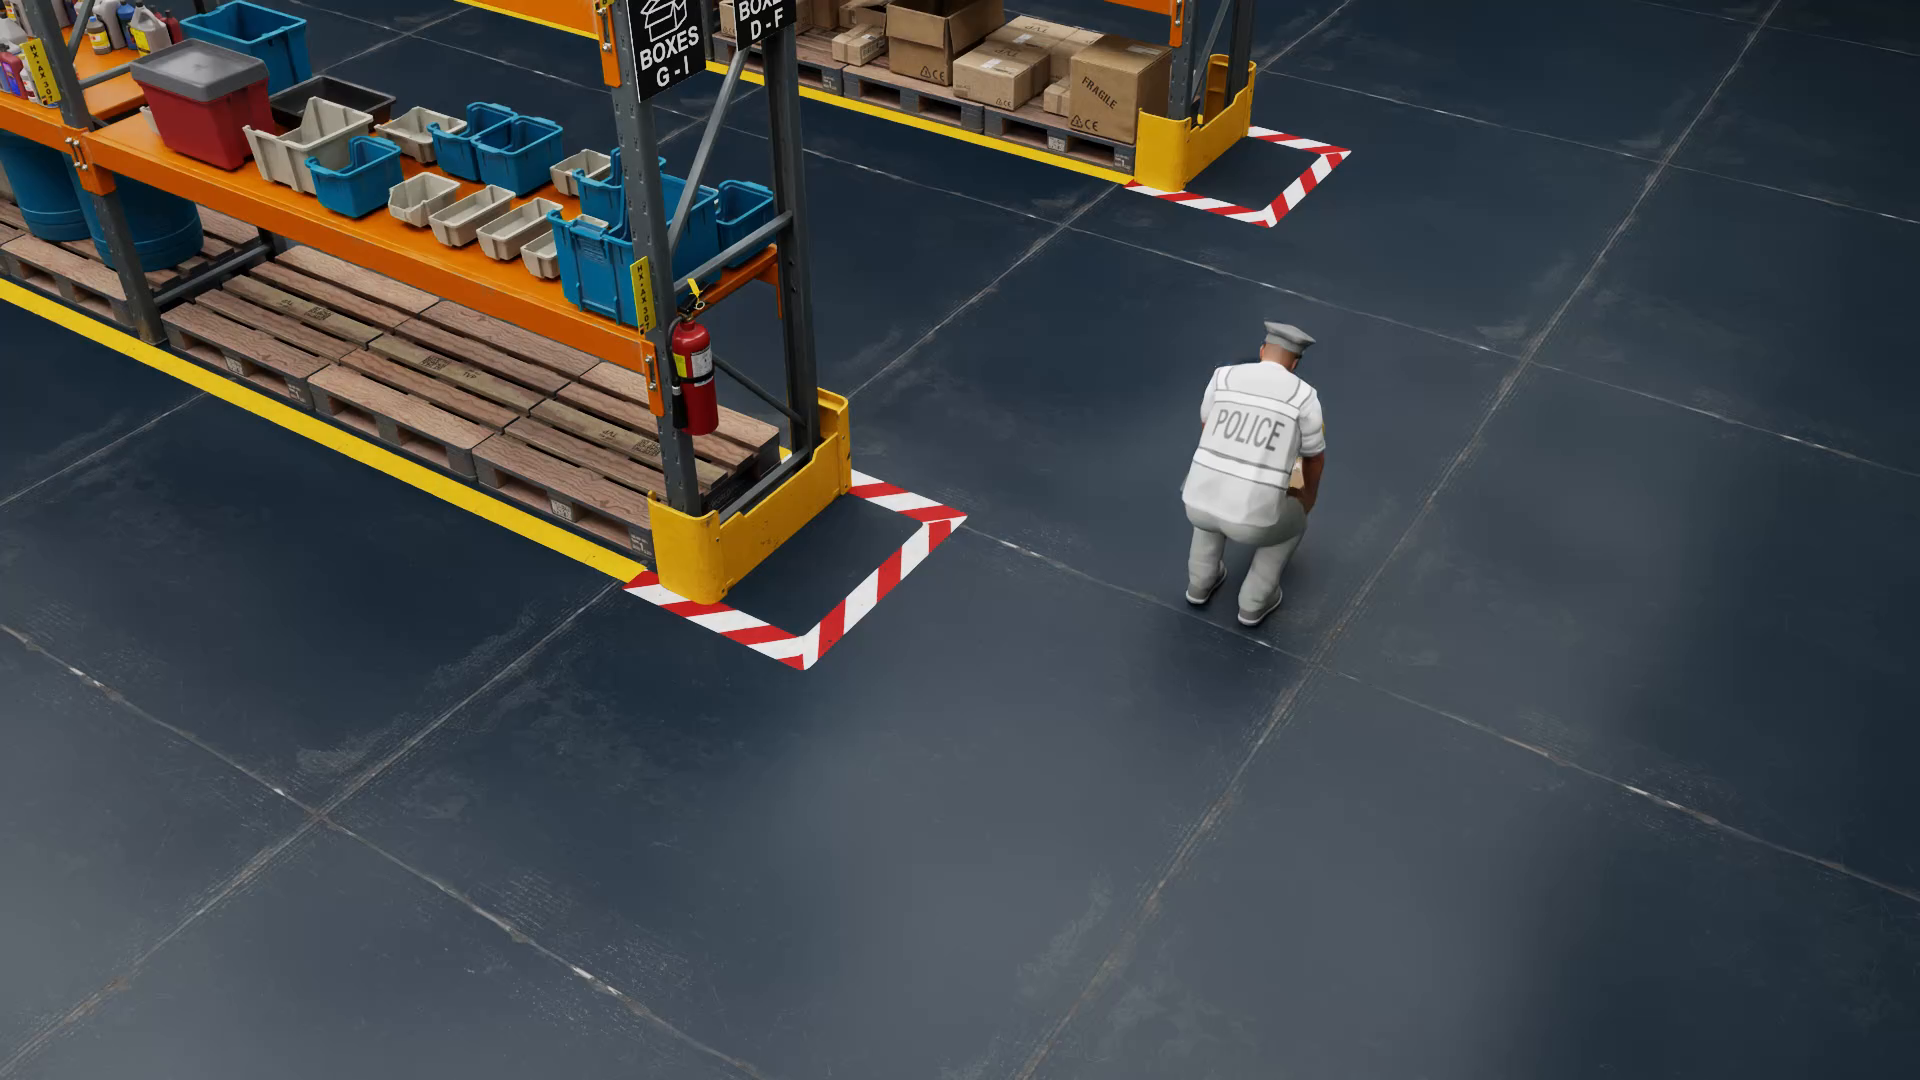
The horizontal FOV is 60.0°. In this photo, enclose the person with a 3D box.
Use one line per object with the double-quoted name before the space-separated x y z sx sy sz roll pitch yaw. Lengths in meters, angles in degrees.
"person" 1.283 -0.289 7.438 0.584 1.268 0.873 21 43 25
